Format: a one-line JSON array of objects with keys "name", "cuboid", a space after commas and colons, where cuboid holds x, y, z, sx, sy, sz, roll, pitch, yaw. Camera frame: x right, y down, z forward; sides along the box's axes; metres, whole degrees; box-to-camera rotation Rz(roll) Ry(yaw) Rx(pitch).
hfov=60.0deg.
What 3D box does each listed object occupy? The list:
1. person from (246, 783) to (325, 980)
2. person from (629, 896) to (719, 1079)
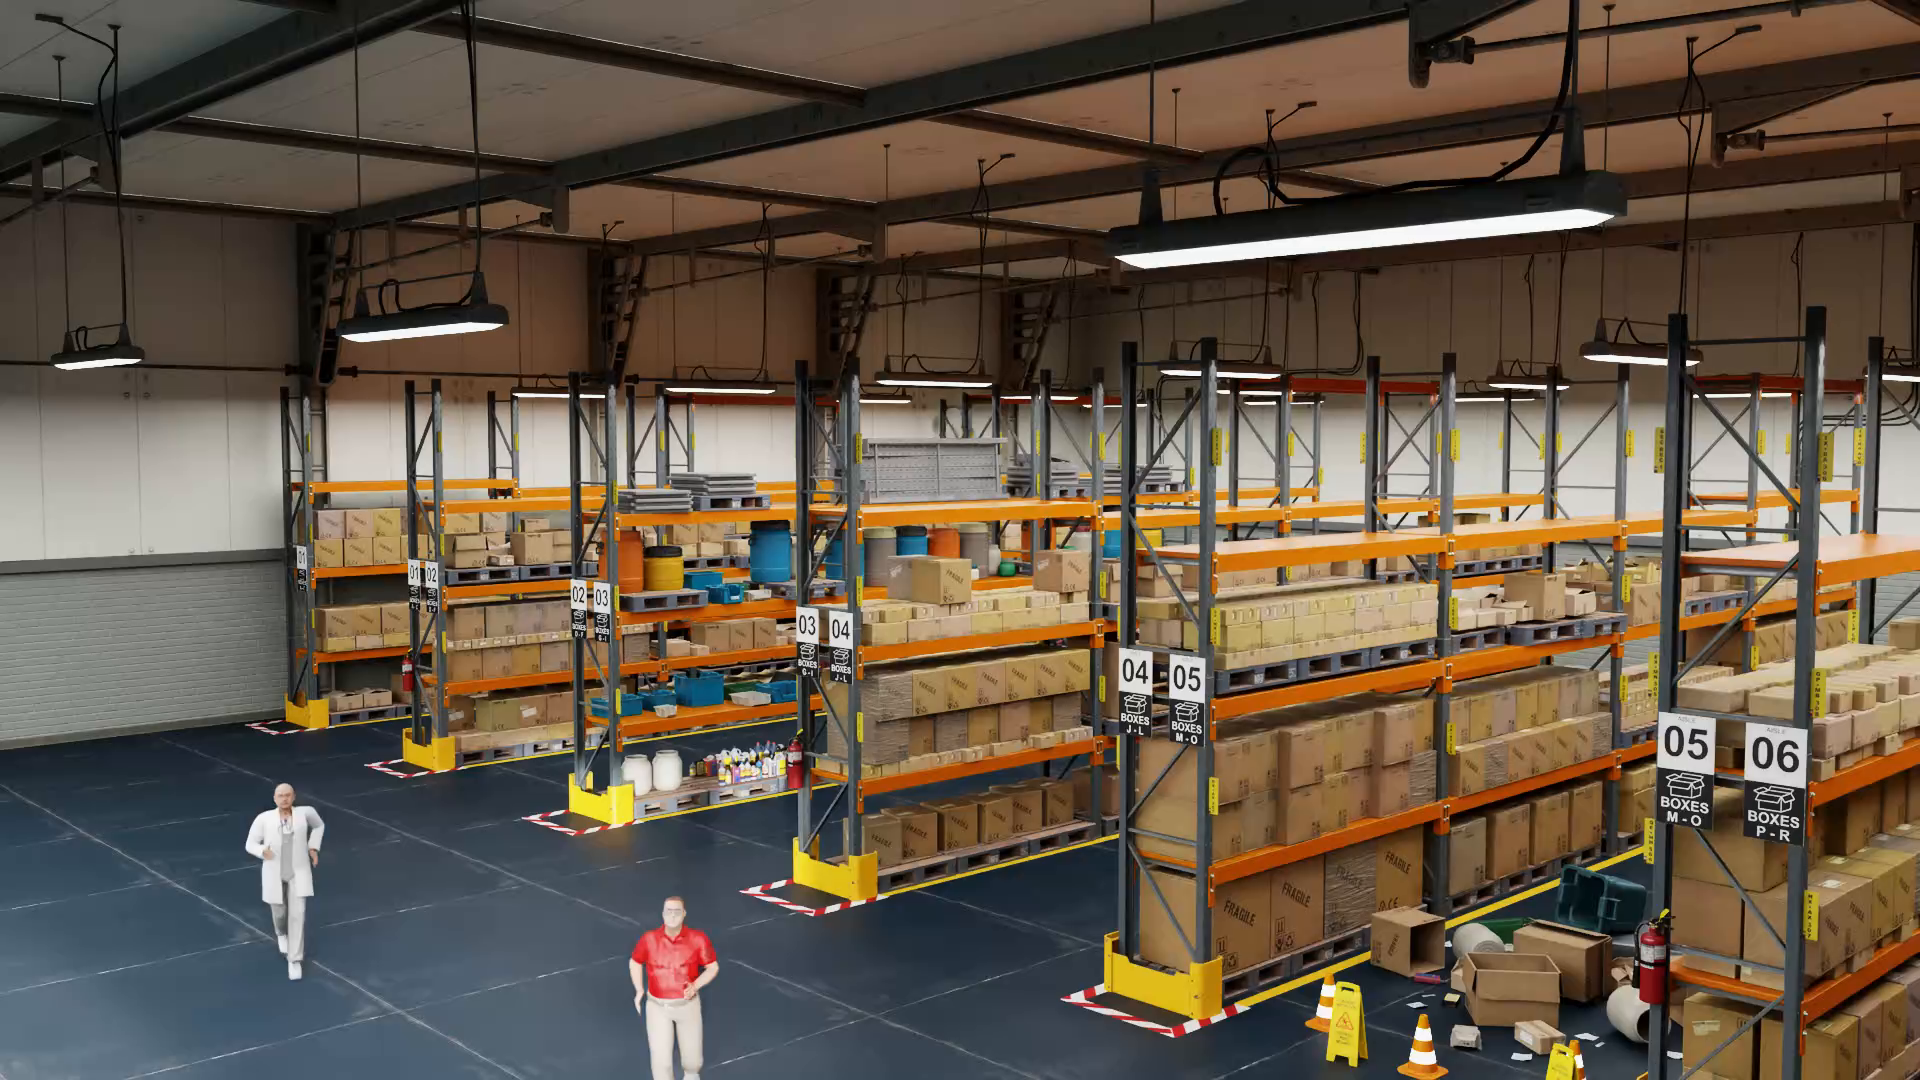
[{"name": "person", "cuboid": [-6.490, 3.231, 16.025, 0.707, 1.781, 1.049, -1, 4, -22]}, {"name": "person", "cuboid": [-2.153, 3.517, 12.503, 0.675, 1.689, 0.830, 0, 4, -6]}]
